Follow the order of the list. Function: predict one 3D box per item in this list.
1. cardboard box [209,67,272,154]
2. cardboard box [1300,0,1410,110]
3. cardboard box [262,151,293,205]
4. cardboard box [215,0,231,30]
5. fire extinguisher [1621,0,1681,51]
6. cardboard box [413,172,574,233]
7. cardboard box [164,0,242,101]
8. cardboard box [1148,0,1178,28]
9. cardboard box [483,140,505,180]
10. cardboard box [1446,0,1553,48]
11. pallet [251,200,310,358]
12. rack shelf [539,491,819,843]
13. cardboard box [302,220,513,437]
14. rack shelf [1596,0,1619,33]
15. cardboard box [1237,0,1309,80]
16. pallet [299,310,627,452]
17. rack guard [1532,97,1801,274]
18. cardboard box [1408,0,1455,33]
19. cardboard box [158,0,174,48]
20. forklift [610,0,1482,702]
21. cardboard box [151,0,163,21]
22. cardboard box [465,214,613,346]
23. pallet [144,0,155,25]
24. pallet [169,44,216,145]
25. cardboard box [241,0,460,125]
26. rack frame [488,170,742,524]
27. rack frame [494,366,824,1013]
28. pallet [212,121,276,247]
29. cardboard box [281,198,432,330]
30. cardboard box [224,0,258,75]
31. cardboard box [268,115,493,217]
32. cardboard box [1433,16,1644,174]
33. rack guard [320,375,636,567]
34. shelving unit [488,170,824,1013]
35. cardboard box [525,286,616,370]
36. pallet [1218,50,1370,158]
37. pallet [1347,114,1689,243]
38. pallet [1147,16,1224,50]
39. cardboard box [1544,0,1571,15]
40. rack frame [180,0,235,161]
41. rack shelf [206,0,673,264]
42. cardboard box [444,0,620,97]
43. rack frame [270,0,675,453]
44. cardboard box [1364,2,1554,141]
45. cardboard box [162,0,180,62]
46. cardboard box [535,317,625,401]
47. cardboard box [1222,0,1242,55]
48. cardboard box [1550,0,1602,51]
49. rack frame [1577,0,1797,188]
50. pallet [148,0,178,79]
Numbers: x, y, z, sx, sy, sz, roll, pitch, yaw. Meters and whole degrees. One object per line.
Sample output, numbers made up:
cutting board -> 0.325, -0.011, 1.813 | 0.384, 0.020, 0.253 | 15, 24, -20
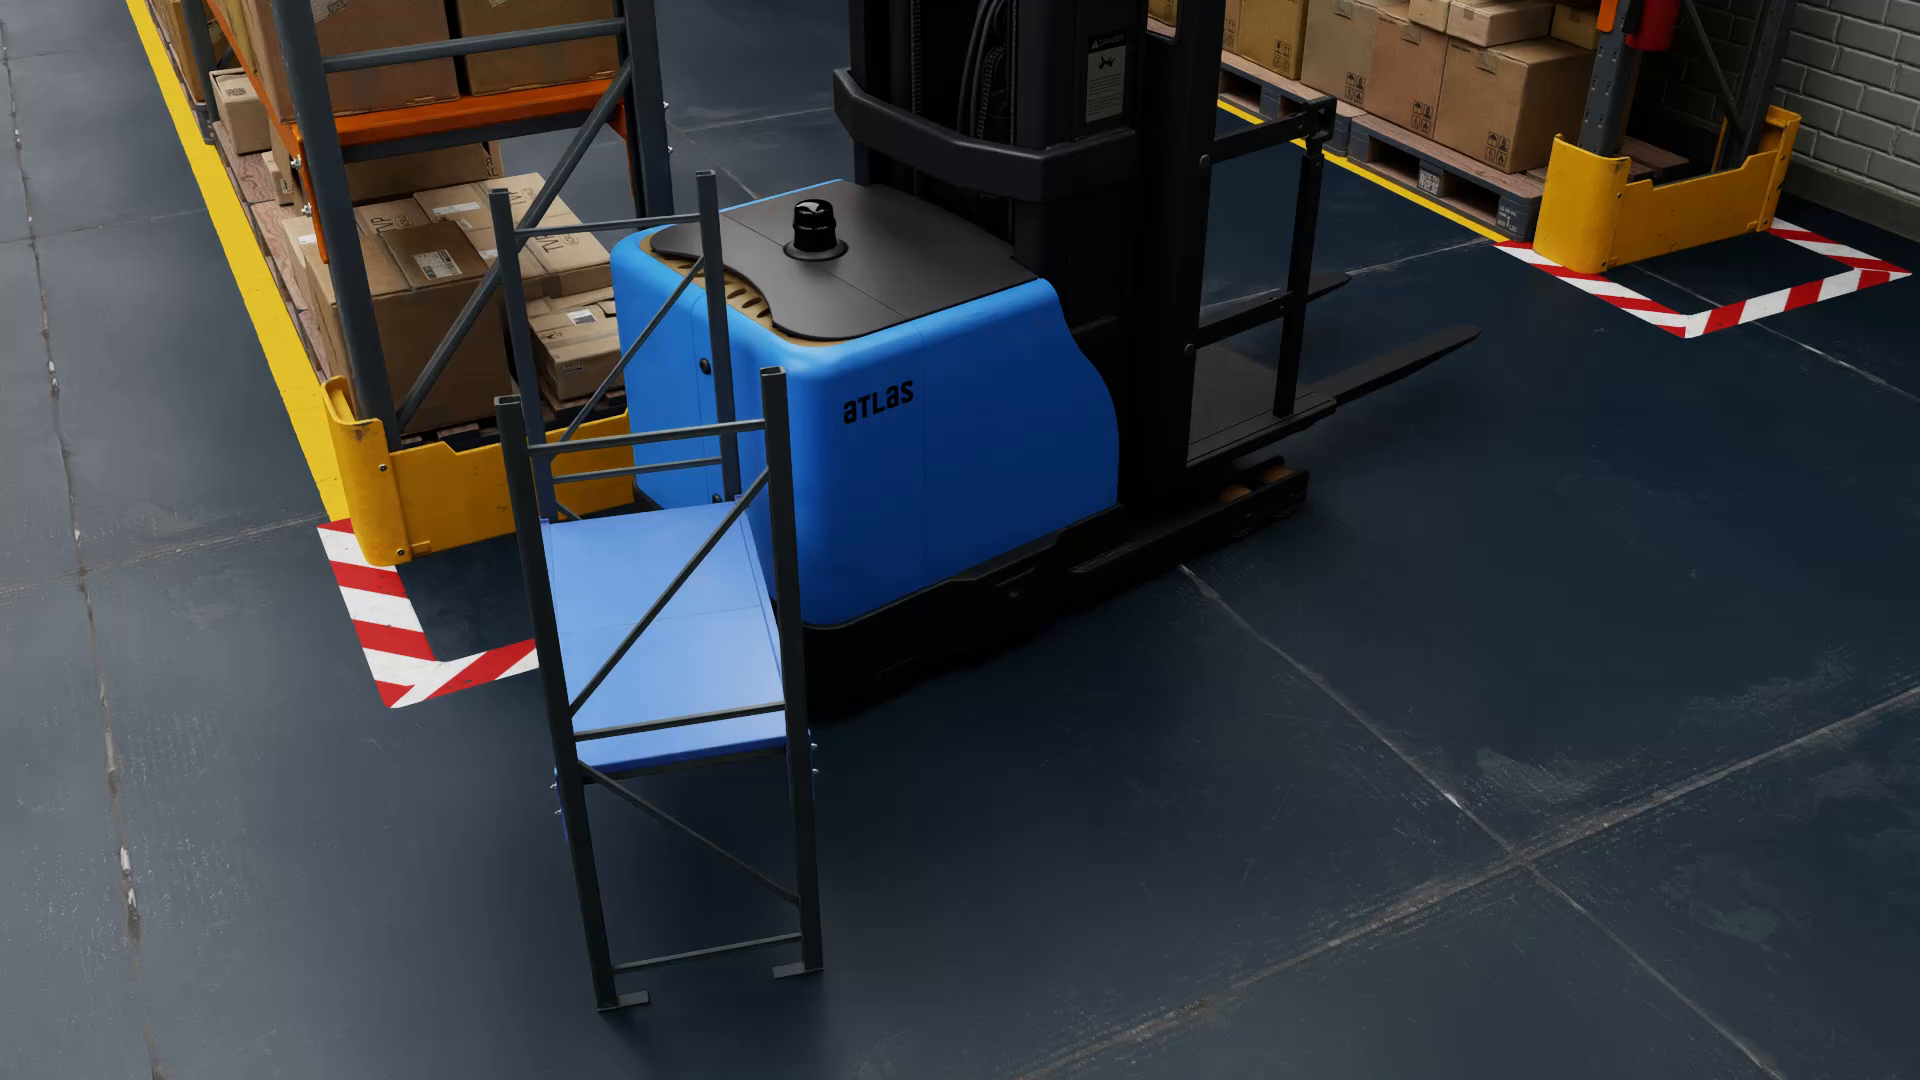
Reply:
cardboard box -> -3.196, -2.067, 7.781 | 0.500, 0.311, 0.500 | -16, 36, -23
cardboard box -> 2.162, -2.520, 8.330 | 0.700, 0.500, 0.500 | -17, 36, -25
cardboard box -> -2.783, -1.596, 7.180 | 0.380, 0.166, 0.250 | -16, 36, -23
cardboard box -> -2.257, -2.034, 5.551 | 0.500, 0.500, 0.500 | -16, 36, -23
fire extinguisher -> 2.708, -2.230, 6.368 | 0.296, 0.674, 0.183 | -16, 36, -23
cardboard box -> -1.804, -1.196, 6.477 | 0.500, 0.250, 0.500 | -16, 36, -23
cardboard box -> -3.684, -2.565, 8.383 | 0.500, 0.500, 0.500 | -16, 36, -23
cardboard box -> 1.439, -3.258, 9.483 | 0.700, 0.500, 0.500 | -15, 36, -23
cardboard box -> -2.334, -1.764, 7.307 | 0.500, 0.311, 0.500 | -16, 36, -23
cardboard box -> 2.410, -2.330, 7.432 | 0.380, 0.149, 0.250 | -16, 36, -24
pallet -> -2.308, -1.184, 6.902 | 1.003, 0.211, 1.213 | -16, 36, -23
rack shelf -> -0.676, 0.247, 3.807 | 0.538, 0.185, 1.000 | -8, 33, -12
cardboard box -> -1.806, -0.690, 5.456 | 0.500, 0.500, 0.500 | -16, 36, -23
rack shelf -> 2.113, -3.259, 8.224 | 1.077, 0.370, 4.000 | -16, 36, -23
cardboard box -> 1.907, -2.772, 8.725 | 0.700, 0.500, 0.500 | -15, 36, -22
pallet -> -1.743, -0.602, 5.995 | 1.003, 0.211, 1.213 | -16, 36, -23
rack guard -> 3.057, -1.544, 7.196 | 1.175, 0.500, 0.348 | -16, 36, -23
cardboard box -> 2.290, -2.452, 7.622 | 0.380, 0.149, 0.250 | -15, 36, -22
cardboard box -> -4.140, -3.043, 9.128 | 0.500, 0.500, 0.500 | -15, 36, -23
forklift -> 0.496, -1.444, 4.787 | 3.031, 2.935, 1.130 | -23, 39, -31
cardboard box -> -4.379, -3.285, 9.506 | 0.500, 0.500, 0.500 | -17, 36, -25
cardboard box -> -1.571, -0.957, 6.104 | 0.500, 0.250, 0.500 | -16, 36, -23
pallet -> -4.750, -3.638, 10.733 | 1.003, 0.211, 1.213 | -16, 36, -23
pallet -> -3.613, -2.474, 8.915 | 1.003, 0.211, 1.213 | -16, 36, -23
cardboard box -> -1.785, -1.548, 4.792 | 0.500, 0.500, 0.500 | -15, 35, -22
rack frame -> -0.799, -0.170, 4.125 | 0.500, 1.500, 0.032 | -8, 33, -12
rack frame -> -0.553, 0.362, 3.295 | 0.500, 1.500, 0.032 | -8, 33, -12
pallet -> -2.881, -1.767, 7.812 | 1.003, 0.211, 1.213 | -16, 36, -23
cardboard box -> -2.223, -1.046, 6.243 | 0.500, 0.250, 0.500 | -16, 36, -23
cardboard box -> -2.030, -1.794, 5.177 | 0.500, 0.500, 0.500 | -16, 36, -23
cardboard box -> -2.319, -1.508, 6.729 | 0.797, 0.503, 0.637 | -16, 36, -23
cardboard box -> 2.631, -2.041, 7.583 | 0.700, 0.500, 0.500 | -16, 36, -23
rack guard -> -1.370, -0.344, 5.323 | 1.175, 0.500, 0.348 | -16, 36, -23
shelving unit -> -0.676, 0.096, 3.710 | 0.538, 1.500, 1.048 | -8, 33, -12
cardboard box -> -1.343, -0.758, 5.871 | 0.380, 0.166, 0.250 | -16, 36, -23
pallet -> 2.039, -2.377, 8.765 | 1.003, 0.211, 1.213 | -16, 36, -23
pallet -> 2.604, -1.796, 7.857 | 1.003, 0.211, 1.213 | -16, 36, -23
pallet -> 1.466, -2.960, 9.675 | 1.003, 0.211, 1.213 | -16, 36, -23
cardboard box -> 2.629, -2.546, 7.771 | 0.380, 0.149, 0.250 | -16, 36, -23
rack frame -> -3.200, -3.269, 7.572 | 1.000, 3.000, 0.127 | -16, 36, -23
rack shelf -> -2.267, -2.012, 6.276 | 1.077, 0.370, 4.000 | -16, 36, -23
cardboard box -> -1.309, -1.680, 5.000 | 0.500, 0.500, 0.500 | -15, 36, -22
rack frame -> -1.335, -1.360, 4.592 | 1.000, 3.000, 0.127 | -16, 36, -23
cardboard box -> 2.397, -2.280, 7.956 | 0.700, 0.500, 0.500 | -16, 36, -23
cardboard box -> -3.907, -2.803, 8.754 | 0.500, 0.500, 0.500 | -16, 36, -23
cardboard box -> -1.226, -0.631, 5.690 | 0.380, 0.149, 0.250 | -16, 36, -23
cardboard box -> 1.670, -3.018, 9.108 | 0.700, 0.500, 0.500 | -16, 36, -24
cardboard box -> 2.866, -2.305, 7.394 | 0.380, 0.149, 0.250 | -16, 36, -23
rack frame -> 3.046, -2.608, 6.540 | 1.000, 3.000, 0.127 | -16, 36, -23
pallet -> -4.185, -3.057, 9.825 | 1.003, 0.211, 1.213 | -16, 36, -23
